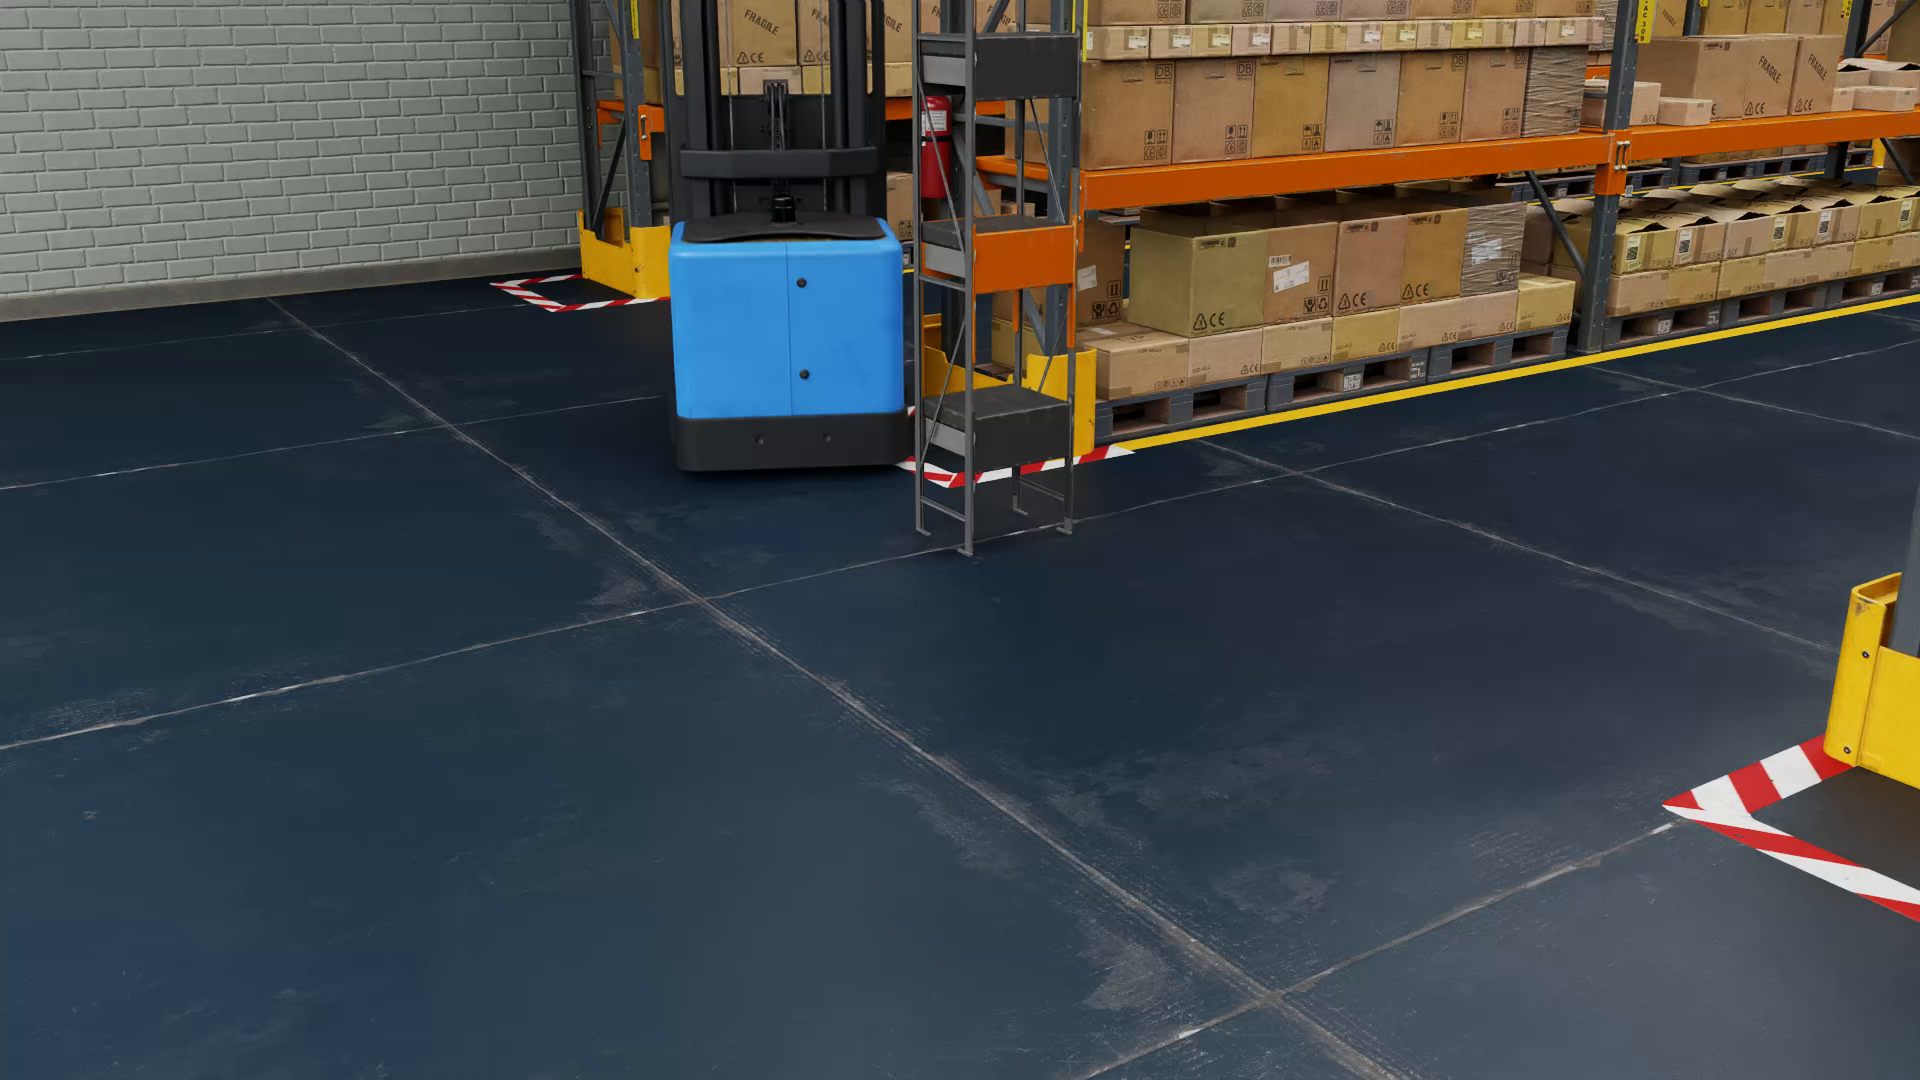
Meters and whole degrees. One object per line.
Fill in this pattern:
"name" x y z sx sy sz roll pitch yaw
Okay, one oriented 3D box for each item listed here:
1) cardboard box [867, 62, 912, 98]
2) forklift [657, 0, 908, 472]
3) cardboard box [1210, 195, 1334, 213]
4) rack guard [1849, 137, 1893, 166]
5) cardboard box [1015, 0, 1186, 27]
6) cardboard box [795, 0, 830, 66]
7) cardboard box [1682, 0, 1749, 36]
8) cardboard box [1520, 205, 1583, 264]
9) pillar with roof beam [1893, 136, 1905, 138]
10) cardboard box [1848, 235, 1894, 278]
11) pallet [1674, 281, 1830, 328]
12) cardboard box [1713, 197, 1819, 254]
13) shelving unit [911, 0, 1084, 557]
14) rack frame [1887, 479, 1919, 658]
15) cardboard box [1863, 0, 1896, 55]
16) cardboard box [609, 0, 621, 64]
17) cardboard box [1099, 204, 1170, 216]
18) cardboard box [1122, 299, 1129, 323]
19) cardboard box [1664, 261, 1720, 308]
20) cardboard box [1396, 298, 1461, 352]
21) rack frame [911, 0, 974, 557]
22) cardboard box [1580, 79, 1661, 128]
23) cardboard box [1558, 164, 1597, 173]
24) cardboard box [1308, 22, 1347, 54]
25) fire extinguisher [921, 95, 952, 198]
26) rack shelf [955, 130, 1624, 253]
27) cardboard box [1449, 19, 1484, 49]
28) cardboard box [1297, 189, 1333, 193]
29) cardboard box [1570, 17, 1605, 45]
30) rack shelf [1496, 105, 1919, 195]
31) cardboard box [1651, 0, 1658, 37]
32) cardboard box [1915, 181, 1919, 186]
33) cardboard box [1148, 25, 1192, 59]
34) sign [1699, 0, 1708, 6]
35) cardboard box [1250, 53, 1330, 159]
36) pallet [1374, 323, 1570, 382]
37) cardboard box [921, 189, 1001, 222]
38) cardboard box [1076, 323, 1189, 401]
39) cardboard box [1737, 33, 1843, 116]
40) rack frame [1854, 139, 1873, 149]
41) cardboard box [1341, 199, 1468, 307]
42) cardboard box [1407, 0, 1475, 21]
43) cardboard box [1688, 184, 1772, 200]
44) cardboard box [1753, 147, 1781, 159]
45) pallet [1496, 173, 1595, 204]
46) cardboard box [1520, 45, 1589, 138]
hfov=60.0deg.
"cardboard box" -0.642 -3.509 12.643 0.500 0.250 0.500 -12 22 -31
"forklift" -0.943 -2.123 8.449 1.130 2.935 3.031 -2 19 -7
"cardboard box" 1.755 -1.667 9.458 0.500 0.500 0.500 -12 22 -31
"rack guard" 10.881 -4.936 20.564 0.348 0.500 1.175 -12 22 -31
"cardboard box" 0.667 -2.723 7.935 0.500 0.500 0.700 -12 22 -31
"cardboard box" -1.085 -3.769 12.241 0.500 0.500 0.500 -13 22 -33
"cardboard box" 7.982 -5.645 18.289 0.700 0.700 0.980 -12 22 -31
"cardboard box" 3.747 -1.988 10.703 0.500 0.311 0.500 -12 22 -31
"pillar with roof beam" 15.008 -8.513 17.876 0.400 9.000 9.100 -12 22 -31
"cardboard box" 6.173 -2.029 11.701 0.500 0.250 0.500 -12 22 -32
"pallet" 5.180 -1.713 11.483 1.213 0.211 1.003 -12 22 -31
"cardboard box" 5.332 -2.117 11.085 0.500 0.311 0.500 -11 22 -30
"shelving unit" 0.138 -1.024 6.495 0.503 2.100 0.431 -12 22 -31
"rack frame" 2.947 -0.648 3.977 0.127 3.000 1.000 -12 22 -31
"cardboard box" 10.440 -6.165 19.830 0.700 0.700 0.980 -11 21 -29
"cardboard box" -2.225 -3.731 12.130 0.500 0.500 0.500 -12 22 -32
"cardboard box" 1.444 -3.160 14.626 0.500 0.500 0.700 -11 22 -30
"cardboard box" 0.922 -1.134 9.054 0.500 0.250 0.500 -12 22 -31
"cardboard box" 4.467 -1.669 10.634 0.500 0.250 0.500 -11 22 -30
"cardboard box" 2.467 -1.257 9.416 0.500 0.250 0.500 -12 22 -31
"rack frame" -0.066 -0.981 6.368 0.015 2.100 0.400 -12 22 -31
"cardboard box" 3.953 -2.705 10.297 0.500 0.250 0.500 -10 21 -28
"cardboard box" 6.308 -4.285 17.437 0.750 0.750 0.750 -11 22 -30
"cardboard box" 1.746 -2.567 8.485 0.250 0.149 0.380 -12 22 -32
"fire extinguisher" -0.129 -2.040 8.216 0.183 0.674 0.296 -12 22 -31
"rack shelf" 1.896 -1.985 9.055 4.000 0.370 1.077 -12 22 -31
"cardboard box" 2.606 -2.748 9.022 0.250 0.149 0.380 -12 22 -32
"cardboard box" 3.113 -3.531 15.720 0.500 0.500 0.700 -12 22 -31
"cardboard box" 3.457 -2.927 9.551 0.250 0.149 0.380 -12 22 -31
"rack shelf" 5.237 -2.689 11.139 4.000 0.370 1.077 -12 22 -31
"cardboard box" 6.853 -5.368 17.287 0.500 0.500 0.500 -12 22 -31
"cardboard box" 7.444 -2.410 12.407 0.500 0.500 0.500 -11 22 -29
"cardboard box" 0.891 -2.387 7.952 0.250 0.149 0.380 -13 22 -33
"sign" 7.827 -5.779 17.470 0.005 0.325 0.100 -12 22 -31
"cardboard box" 1.476 -2.279 8.646 0.500 0.500 0.700 -12 22 -31
"pallet" 2.879 -1.228 10.047 1.213 0.211 1.003 -12 22 -31
"cardboard box" -0.006 -2.833 13.657 0.500 0.500 0.500 -14 23 -35
"cardboard box" 0.796 -0.905 8.374 0.500 0.250 0.500 -12 22 -31
"cardboard box" 5.514 -3.130 11.163 0.500 0.500 0.500 -13 23 -34
"rack frame" 10.861 -6.116 20.151 0.127 3.000 1.000 -12 22 -31
"cardboard box" 2.460 -1.615 9.306 0.500 0.500 0.500 -12 22 -31
"cardboard box" 2.359 -3.082 8.997 0.500 0.500 0.700 -12 22 -31
"cardboard box" 5.447 -2.347 11.764 0.500 0.311 0.500 -13 22 -33
"cardboard box" 9.052 -4.708 19.234 0.500 0.500 0.700 -11 22 -30
"pallet" 5.897 -3.718 17.413 1.213 0.211 1.003 -12 22 -31
"cardboard box" 3.199 -2.645 9.730 0.500 0.500 0.700 -13 22 -33
